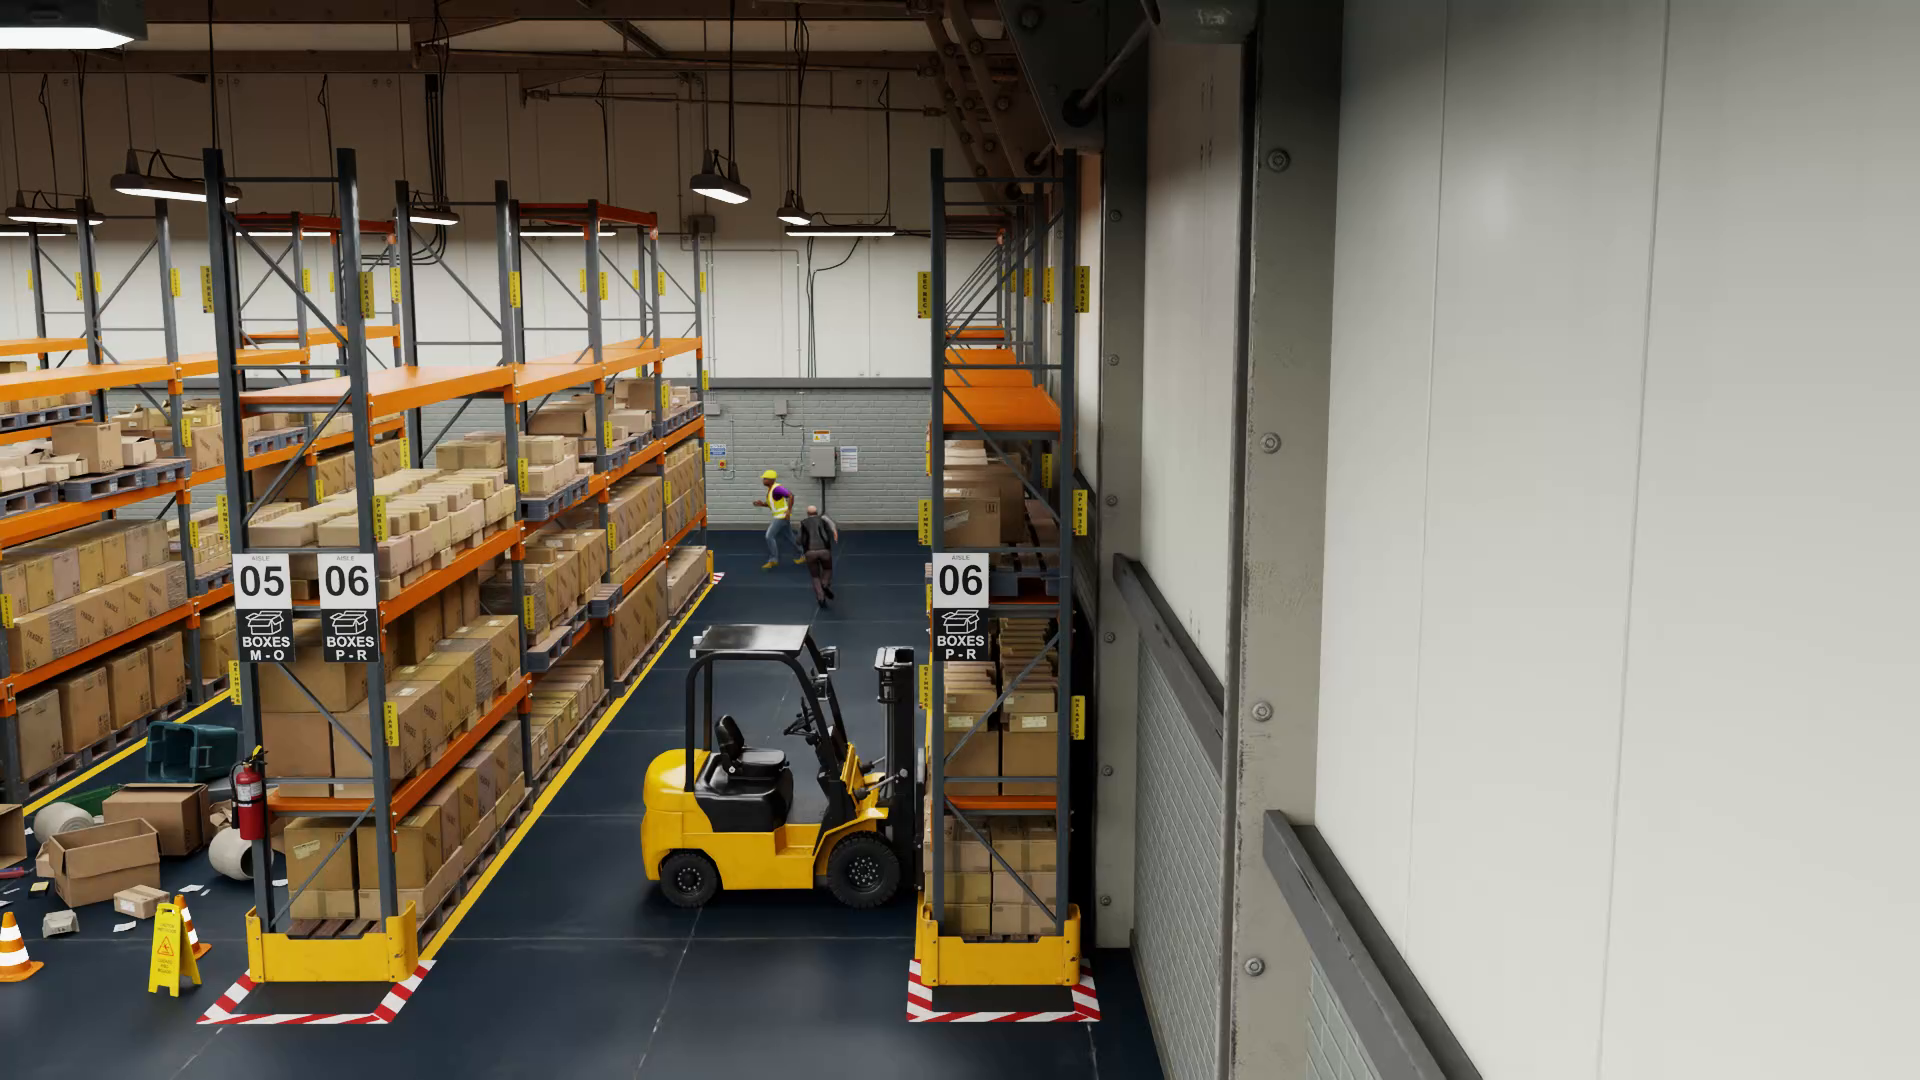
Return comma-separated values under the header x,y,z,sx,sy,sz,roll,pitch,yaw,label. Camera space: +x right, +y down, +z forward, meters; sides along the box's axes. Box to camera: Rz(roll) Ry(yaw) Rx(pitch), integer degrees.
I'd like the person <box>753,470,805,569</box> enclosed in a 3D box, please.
x,y,z,sx,sy,sz,roll,pitch,yaw,label
-3.152,-0.371,29.336,0.983,1.733,0.713,-1,9,-9,person

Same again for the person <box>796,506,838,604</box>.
x,y,z,sx,sy,sz,roll,pitch,yaw,label
-2.260,0.229,26.314,0.671,1.476,0.998,-1,9,-4,person
